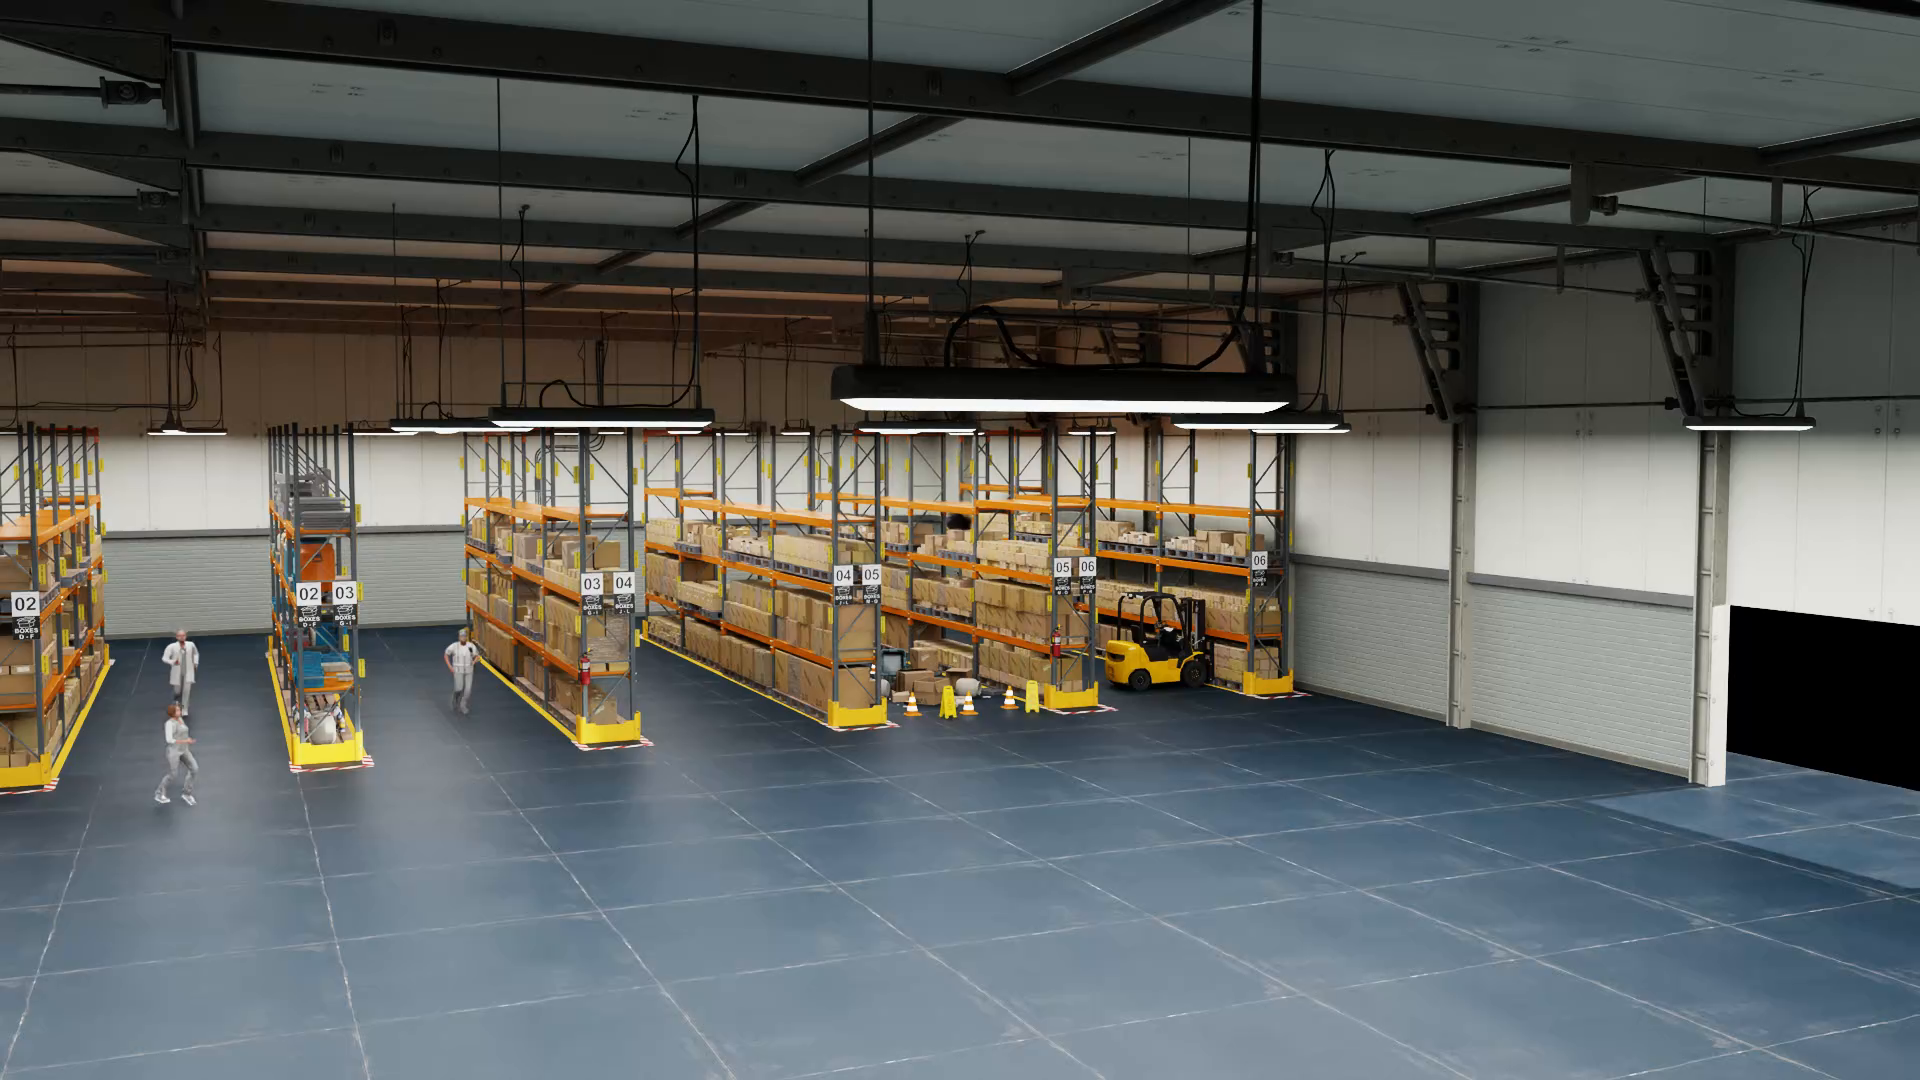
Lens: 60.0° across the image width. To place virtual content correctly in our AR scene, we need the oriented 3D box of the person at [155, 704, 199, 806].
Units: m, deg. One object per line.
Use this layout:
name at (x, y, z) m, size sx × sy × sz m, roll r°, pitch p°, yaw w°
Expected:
person at (-12.216, 3.353, 25.927) m, size 0.702 × 1.616 × 0.542 m, roll 1°, pitch 4°, yaw 9°

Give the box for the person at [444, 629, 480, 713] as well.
person at (-10.326, 2.733, 34.589) m, size 0.710 × 1.752 × 0.563 m, roll -2°, pitch 4°, yaw -27°

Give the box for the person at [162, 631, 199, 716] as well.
person at (-16.106, 2.740, 34.410) m, size 0.718 × 1.746 × 0.834 m, roll -2°, pitch 4°, yaw -34°
